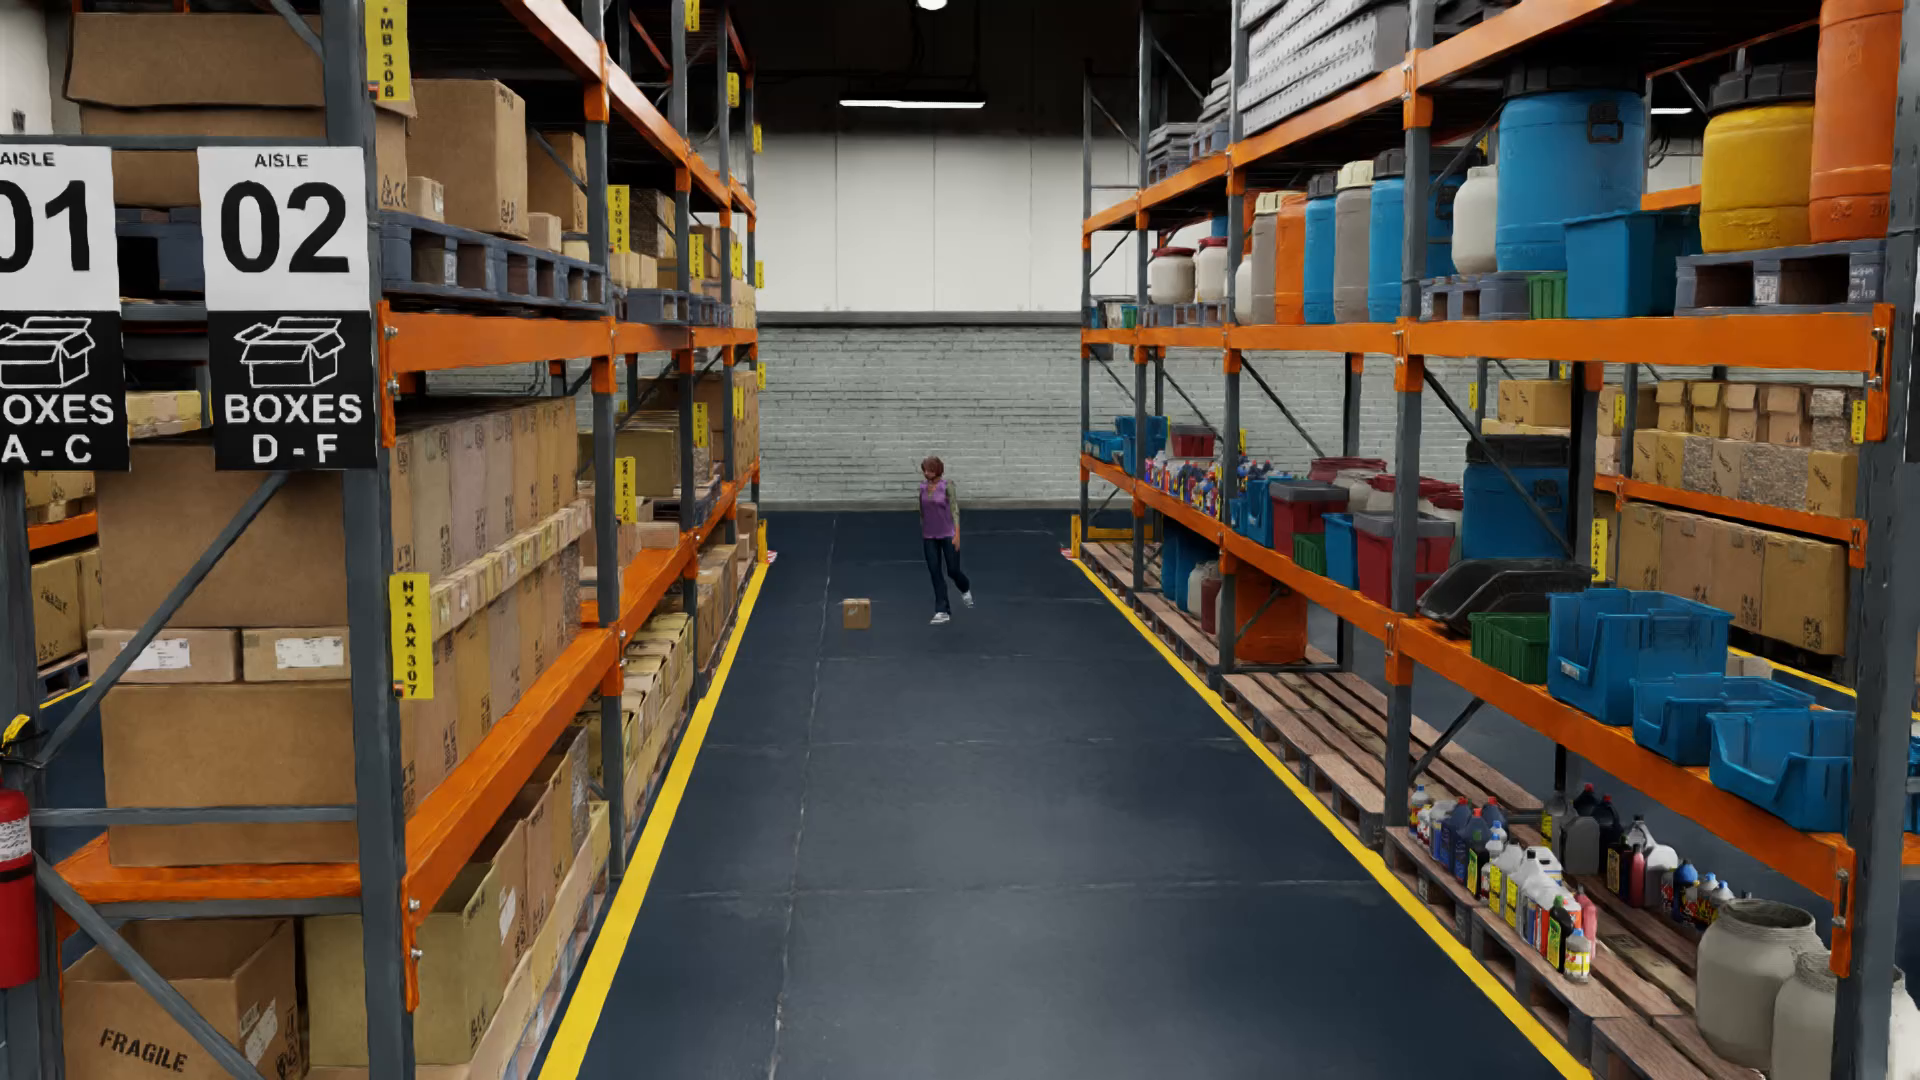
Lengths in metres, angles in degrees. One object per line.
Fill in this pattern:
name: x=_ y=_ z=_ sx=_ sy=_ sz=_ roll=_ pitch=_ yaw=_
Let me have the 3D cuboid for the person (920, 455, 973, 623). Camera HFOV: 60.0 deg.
person: x=-0.160 y=-0.020 z=15.937 sx=0.464 sy=1.571 sz=0.677 roll=3 pitch=8 yaw=24
